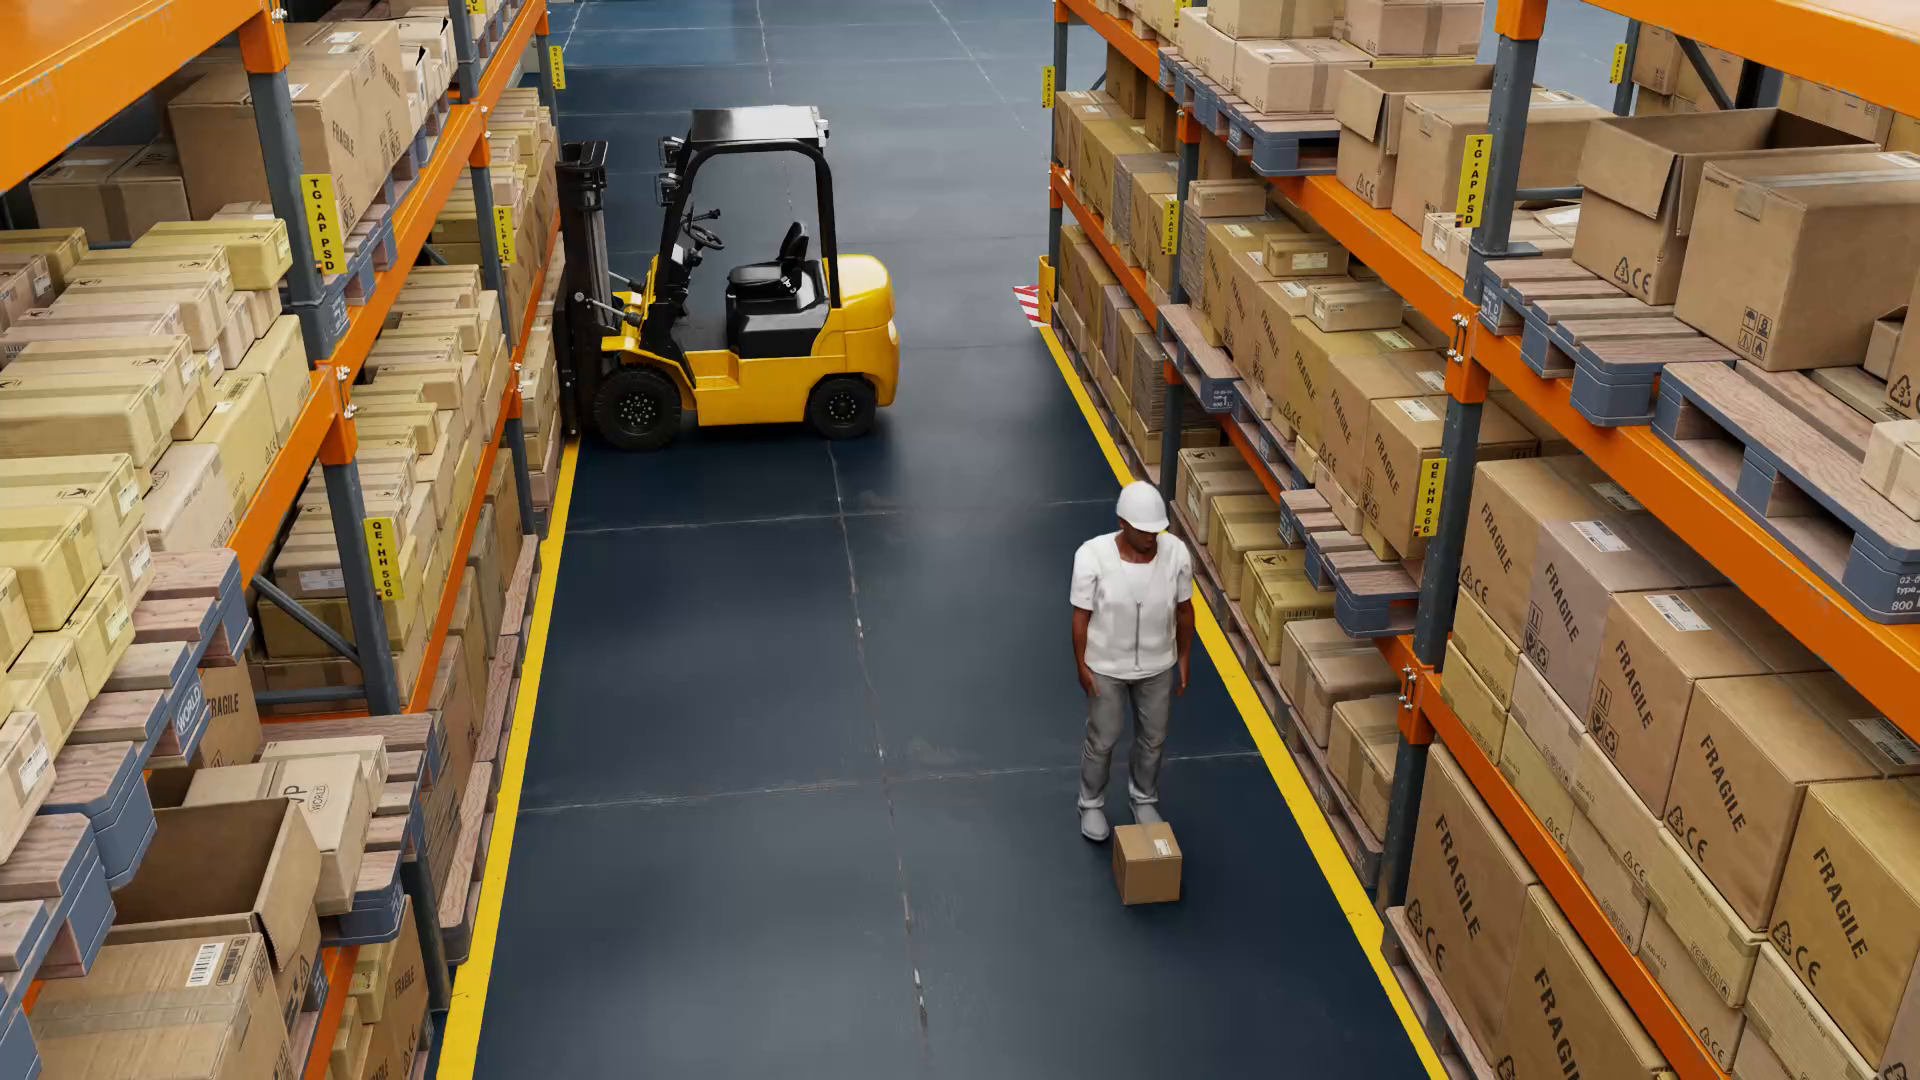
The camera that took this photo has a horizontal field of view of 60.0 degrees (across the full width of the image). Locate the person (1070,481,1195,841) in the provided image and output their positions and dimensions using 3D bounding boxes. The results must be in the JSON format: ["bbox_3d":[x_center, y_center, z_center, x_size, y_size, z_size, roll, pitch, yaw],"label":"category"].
[{"bbox_3d":[0.778,0.546,7.521,0.565,1.762,0.363,-4,27,-7],"label":"person"}]
